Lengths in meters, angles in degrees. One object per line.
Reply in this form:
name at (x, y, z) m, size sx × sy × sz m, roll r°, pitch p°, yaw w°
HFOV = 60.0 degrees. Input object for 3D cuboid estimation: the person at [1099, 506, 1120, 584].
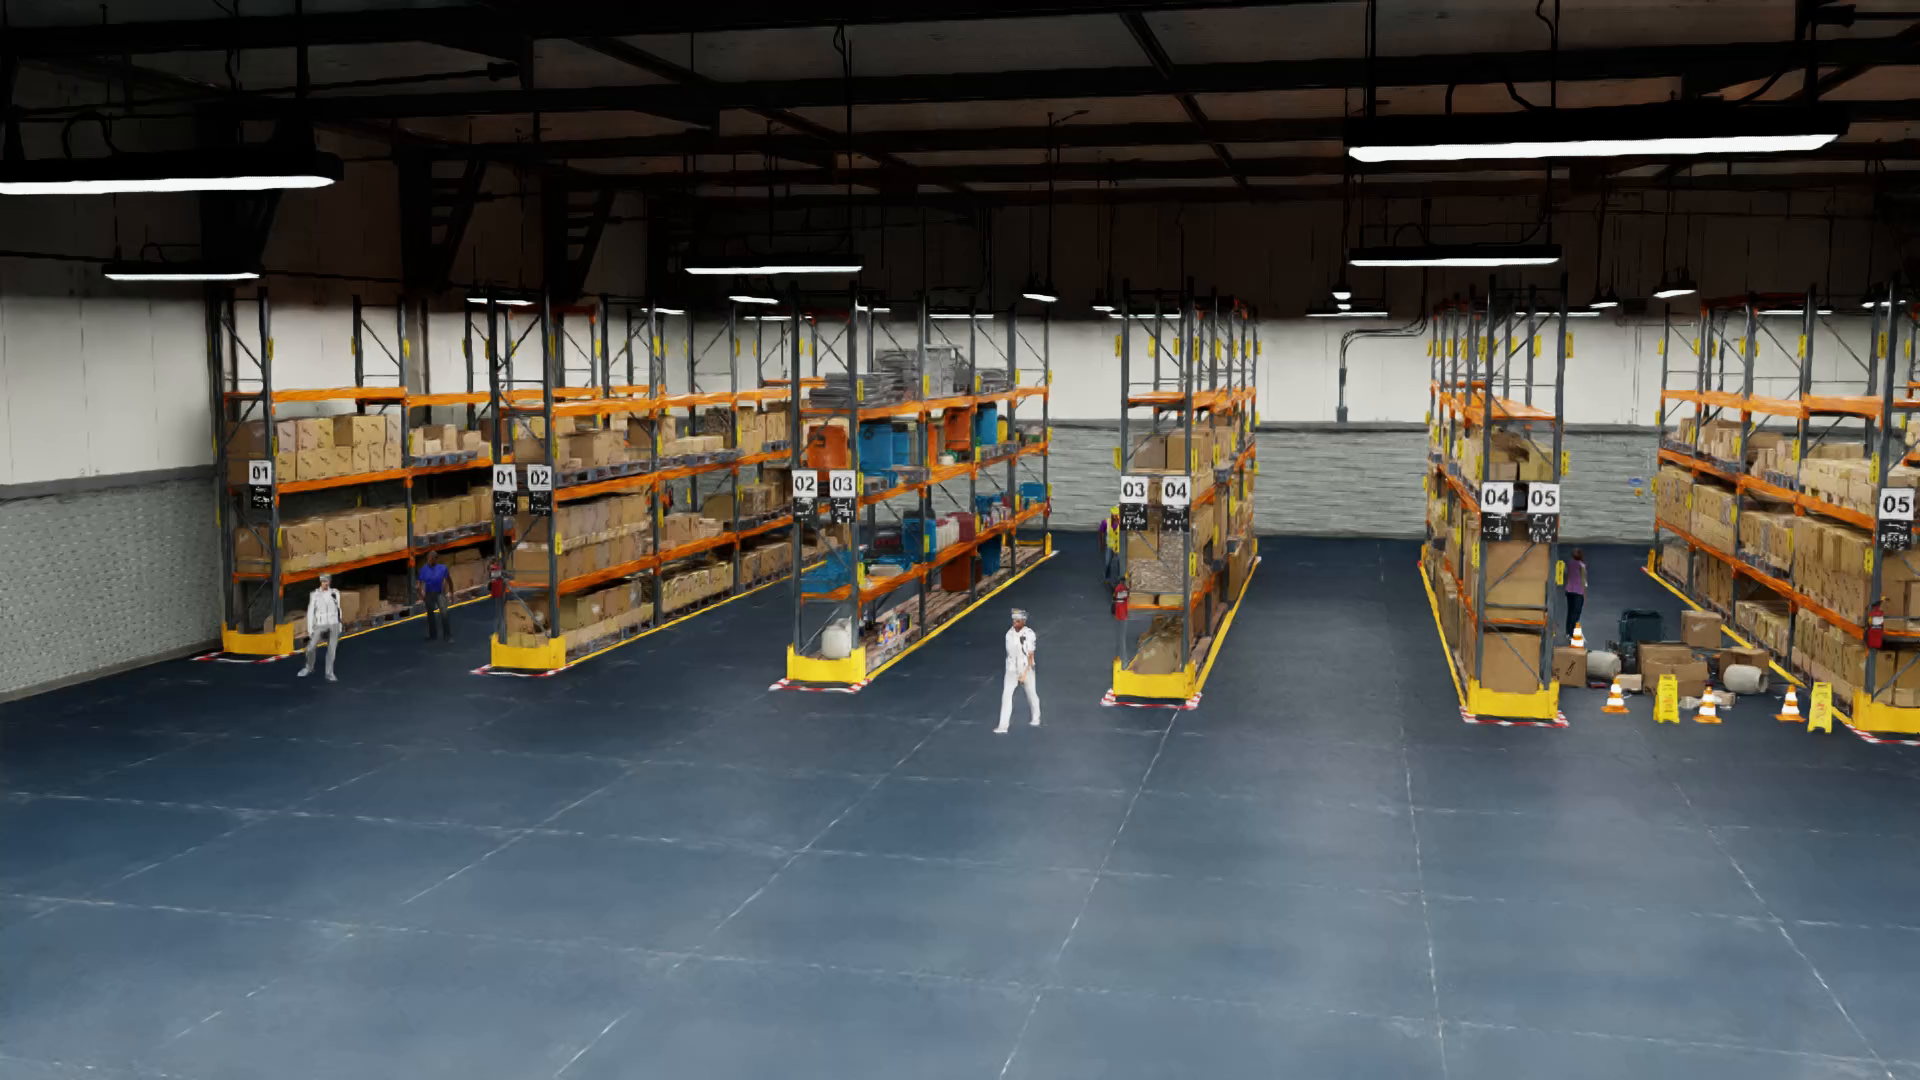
person at (3.273, 0.122, 35.178) m, size 0.708 × 1.714 × 0.578 m, roll 1°, pitch 7°, yaw 12°

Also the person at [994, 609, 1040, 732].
person at (0.790, 1.685, 21.781) m, size 0.443 × 1.623 × 1.000 m, roll 3°, pitch 7°, yaw 22°

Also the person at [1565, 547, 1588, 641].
person at (10.601, 0.920, 28.562) m, size 0.401 × 1.599 × 0.465 m, roll -2°, pitch 7°, yaw -19°

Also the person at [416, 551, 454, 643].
person at (-8.912, 0.954, 28.346) m, size 0.626 × 1.593 × 0.800 m, roll -1°, pitch 7°, yaw -6°

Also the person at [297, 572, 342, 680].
person at (-9.699, 1.295, 25.164) m, size 0.668 × 1.663 × 0.500 m, roll -3°, pitch 7°, yaw -27°
